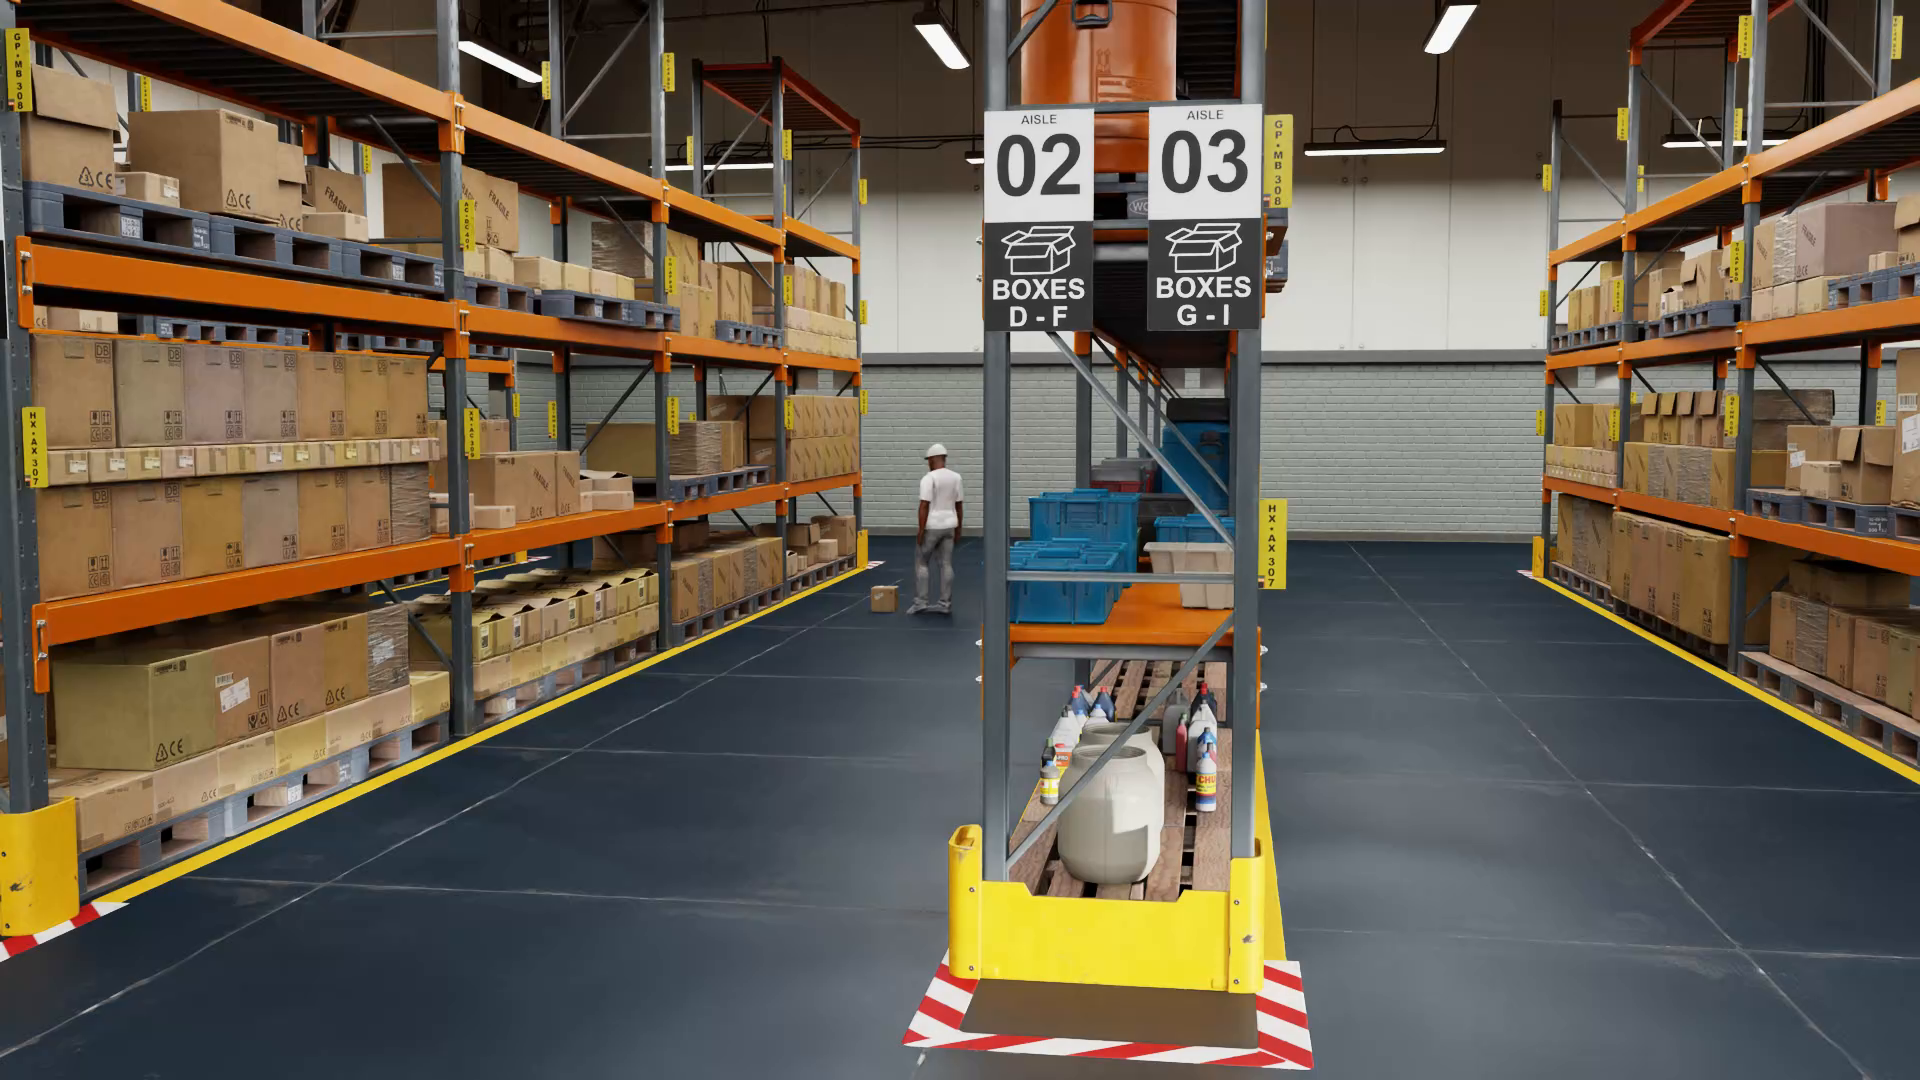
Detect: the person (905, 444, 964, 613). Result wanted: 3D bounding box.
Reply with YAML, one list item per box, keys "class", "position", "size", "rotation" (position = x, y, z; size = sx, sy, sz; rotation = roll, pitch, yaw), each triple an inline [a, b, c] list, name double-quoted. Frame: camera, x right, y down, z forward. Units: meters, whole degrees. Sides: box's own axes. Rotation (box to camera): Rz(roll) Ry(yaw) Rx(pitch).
- class: "person"
  position: [-0.272, -0.103, 17.462]
  size: [0.589, 1.812, 0.523]
  rotation: [-3, 5, -36]
